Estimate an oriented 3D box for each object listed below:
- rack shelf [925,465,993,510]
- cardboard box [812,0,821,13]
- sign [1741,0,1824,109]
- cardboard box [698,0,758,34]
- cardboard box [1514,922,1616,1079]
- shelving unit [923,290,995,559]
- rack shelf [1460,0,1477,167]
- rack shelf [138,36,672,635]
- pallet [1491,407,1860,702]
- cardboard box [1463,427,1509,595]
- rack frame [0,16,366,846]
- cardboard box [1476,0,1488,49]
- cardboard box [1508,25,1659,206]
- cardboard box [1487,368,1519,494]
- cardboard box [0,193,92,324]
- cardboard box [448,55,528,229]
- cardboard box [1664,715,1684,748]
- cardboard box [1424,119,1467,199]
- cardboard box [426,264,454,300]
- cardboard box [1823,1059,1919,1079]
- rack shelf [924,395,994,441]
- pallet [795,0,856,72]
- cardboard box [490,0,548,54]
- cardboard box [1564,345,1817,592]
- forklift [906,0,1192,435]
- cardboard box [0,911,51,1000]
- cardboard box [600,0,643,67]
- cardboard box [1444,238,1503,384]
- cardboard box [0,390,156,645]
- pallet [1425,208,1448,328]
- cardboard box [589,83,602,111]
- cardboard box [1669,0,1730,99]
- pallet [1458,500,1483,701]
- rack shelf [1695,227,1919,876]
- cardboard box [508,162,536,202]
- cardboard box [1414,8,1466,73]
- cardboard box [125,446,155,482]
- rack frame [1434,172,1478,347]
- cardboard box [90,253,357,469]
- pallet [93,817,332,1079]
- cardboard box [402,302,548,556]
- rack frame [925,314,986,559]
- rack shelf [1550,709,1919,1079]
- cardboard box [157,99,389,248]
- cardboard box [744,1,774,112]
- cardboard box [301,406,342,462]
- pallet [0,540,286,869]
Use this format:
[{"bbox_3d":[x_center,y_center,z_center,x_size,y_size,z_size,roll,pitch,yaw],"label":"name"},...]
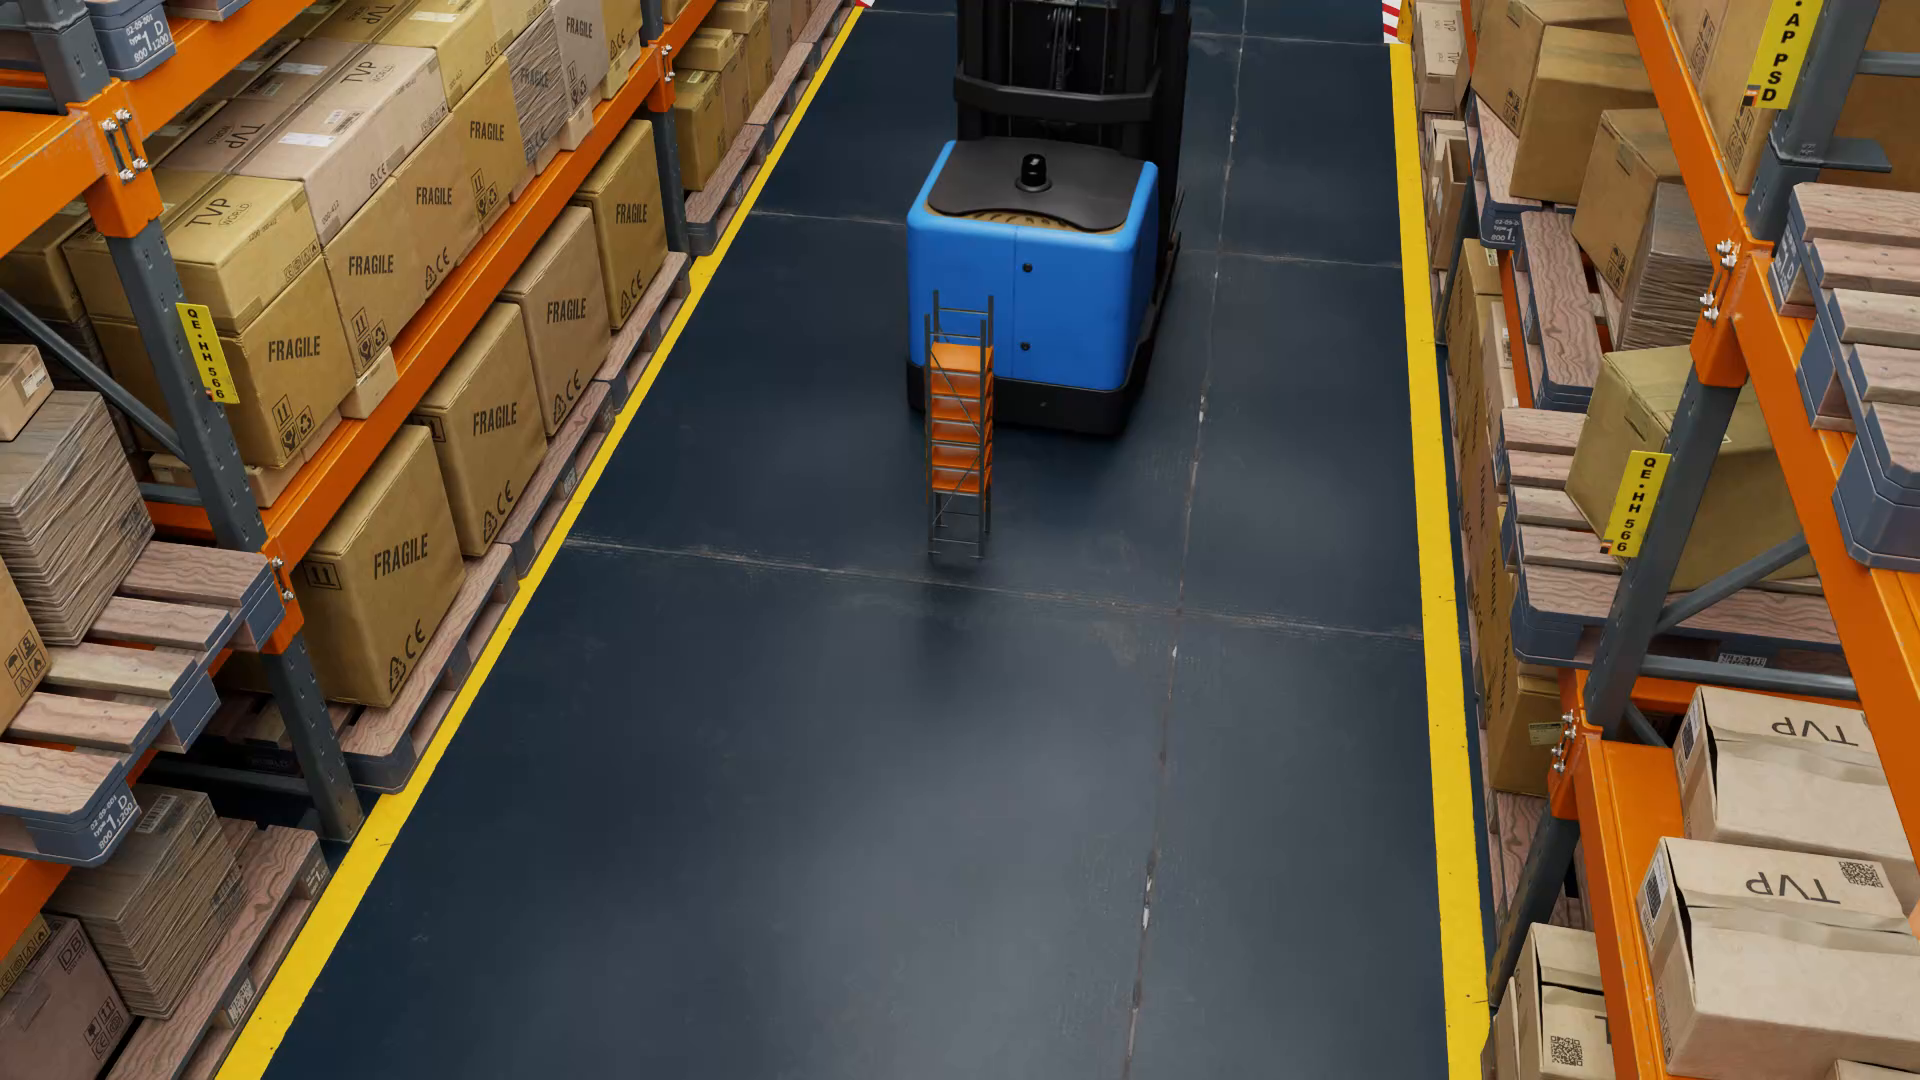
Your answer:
[{"bbox_3d":[-0.003,-0.234,7.038,0.258,0.103,0.180,6,40,8],"label":"rack shelf"},{"bbox_3d":[-1.294,-3.930,11.281,0.700,0.500,0.500,6,40,8],"label":"cardboard box"},{"bbox_3d":[1.690,-1.033,3.386,0.100,0.325,0.005,6,40,8],"label":"sign"},{"bbox_3d":[-1.404,-3.100,9.768,0.380,0.149,0.250,5,40,6],"label":"cardboard box"},{"bbox_3d":[1.844,1.361,4.638,0.500,0.311,0.500,8,40,9],"label":"cardboard box"},{"bbox_3d":[-0.002,-0.453,6.857,0.258,1.200,0.189,6,40,8],"label":"shelving unit"},{"bbox_3d":[3.262,-3.105,9.216,1.077,0.370,4.000,6,40,8],"label":"rack shelf"},{"bbox_3d":[-2.310,-1.139,6.838,1.077,0.370,4.000,6,40,8],"label":"rack shelf"},{"bbox_3d":[2.272,0.024,5.018,1.213,0.211,1.003,6,40,8],"label":"pallet"},{"bbox_3d":[2.329,-0.091,6.622,0.500,0.500,0.500,5,40,6],"label":"cardboard box"},{"bbox_3d":[-2.656,-0.161,5.090,1.000,3.000,0.127,6,40,8],"label":"rack frame"},{"bbox_3d":[2.750,-2.508,7.851,0.500,0.500,0.500,7,40,8],"label":"cardboard box"},{"bbox_3d":[2.557,-1.616,6.443,0.700,0.500,0.500,12,41,15],"label":"cardboard box"},{"bbox_3d":[2.333,-0.403,6.412,0.500,0.250,0.500,6,40,7],"label":"cardboard box"},{"bbox_3d":[-2.833,-0.924,5.097,0.500,0.250,0.500,7,40,9],"label":"cardboard box"},{"bbox_3d":[-2.050,-1.565,6.461,0.500,0.500,0.500,7,40,9],"label":"cardboard box"},{"bbox_3d":[2.669,0.594,5.794,0.500,0.500,0.500,5,40,6],"label":"cardboard box"},{"bbox_3d":[2.865,-2.120,9.225,0.500,0.311,0.500,6,40,8],"label":"cardboard box"},{"bbox_3d":[-2.175,-1.063,6.363,0.380,0.149,0.250,7,40,8],"label":"cardboard box"},{"bbox_3d":[2.059,1.287,3.537,0.380,0.149,0.250,9,40,11],"label":"cardboard box"},{"bbox_3d":[-0.002,-0.512,6.809,0.258,0.103,0.180,6,40,8],"label":"rack shelf"},{"bbox_3d":[-1.333,-3.596,11.434,1.003,0.211,1.213,6,40,8],"label":"pallet"},{"bbox_3d":[-1.979,-2.160,6.592,0.500,0.250,0.500,7,40,9],"label":"cardboard box"},{"bbox_3d":[2.222,-0.225,4.760,0.700,0.500,0.500,-6,40,-7],"label":"cardboard box"},{"bbox_3d":[0.586,-2.565,8.052,1.130,2.935,3.031,9,40,10],"label":"forklift"},{"bbox_3d":[-2.889,1.152,4.530,0.500,0.250,0.500,7,40,9],"label":"cardboard box"},{"bbox_3d":[-1.795,-2.514,7.610,0.500,0.500,0.500,6,40,7],"label":"cardboard box"},{"bbox_3d":[2.592,-1.057,7.790,0.500,0.500,0.500,5,40,6],"label":"cardboard box"},{"bbox_3d":[-2.727,-0.073,4.560,0.700,0.500,0.500,2,40,2],"label":"cardboard box"},{"bbox_3d":[3.036,-1.483,8.879,1.003,0.211,1.213,6,40,8],"label":"pallet"},{"bbox_3d":[-1.853,-2.020,7.521,0.380,0.149,0.250,8,40,9],"label":"cardboard box"},{"bbox_3d":[2.355,-1.409,4.168,0.910,0.500,0.500,6,40,8],"label":"cardboard box"},{"bbox_3d":[2.604,0.230,6.806,1.003,0.211,1.213,6,40,8],"label":"pallet"},{"bbox_3d":[1.878,0.760,2.188,1.077,0.370,4.000,6,40,8],"label":"rack shelf"},{"bbox_3d":[-2.006,-1.546,6.947,0.380,0.149,0.250,5,40,6],"label":"cardboard box"},{"bbox_3d":[3.148,-3.124,10.487,0.500,0.250,0.500,6,40,8],"label":"cardboard box"},{"bbox_3d":[-2.852,-0.304,5.445,0.380,0.149,0.250,7,40,8],"label":"cardboard box"},{"bbox_3d":[2.916,-2.127,7.469,1.000,3.000,0.127,6,40,8],"label":"rack frame"},{"bbox_3d":[-2.320,-0.598,5.292,0.500,0.500,0.500,8,40,9],"label":"cardboard box"},{"bbox_3d":[-2.792,1.404,5.386,1.003,0.211,1.213,6,40,8],"label":"pallet"},{"bbox_3d":[-2.241,-0.490,6.846,0.750,0.750,0.750,6,40,7],"label":"cardboard box"},{"bbox_3d":[-0.018,-0.396,6.787,0.240,1.200,0.006,6,40,8],"label":"rack frame"},{"bbox_3d":[1.878,1.916,3.144,1.077,0.370,4.000,6,40,8],"label":"rack shelf"},{"bbox_3d":[-2.231,-1.205,5.437,0.500,0.250,0.500,6,40,7],"label":"cardboard box"},{"bbox_3d":[-1.552,-2.964,10.114,0.700,0.500,0.500,7,40,9],"label":"cardboard box"},{"bbox_3d":[-2.318,-0.410,5.573,0.380,0.149,0.250,7,40,8],"label":"cardboard box"},{"bbox_3d":[-2.674,0.372,4.596,1.213,0.211,1.003,6,40,8],"label":"pallet"}]
